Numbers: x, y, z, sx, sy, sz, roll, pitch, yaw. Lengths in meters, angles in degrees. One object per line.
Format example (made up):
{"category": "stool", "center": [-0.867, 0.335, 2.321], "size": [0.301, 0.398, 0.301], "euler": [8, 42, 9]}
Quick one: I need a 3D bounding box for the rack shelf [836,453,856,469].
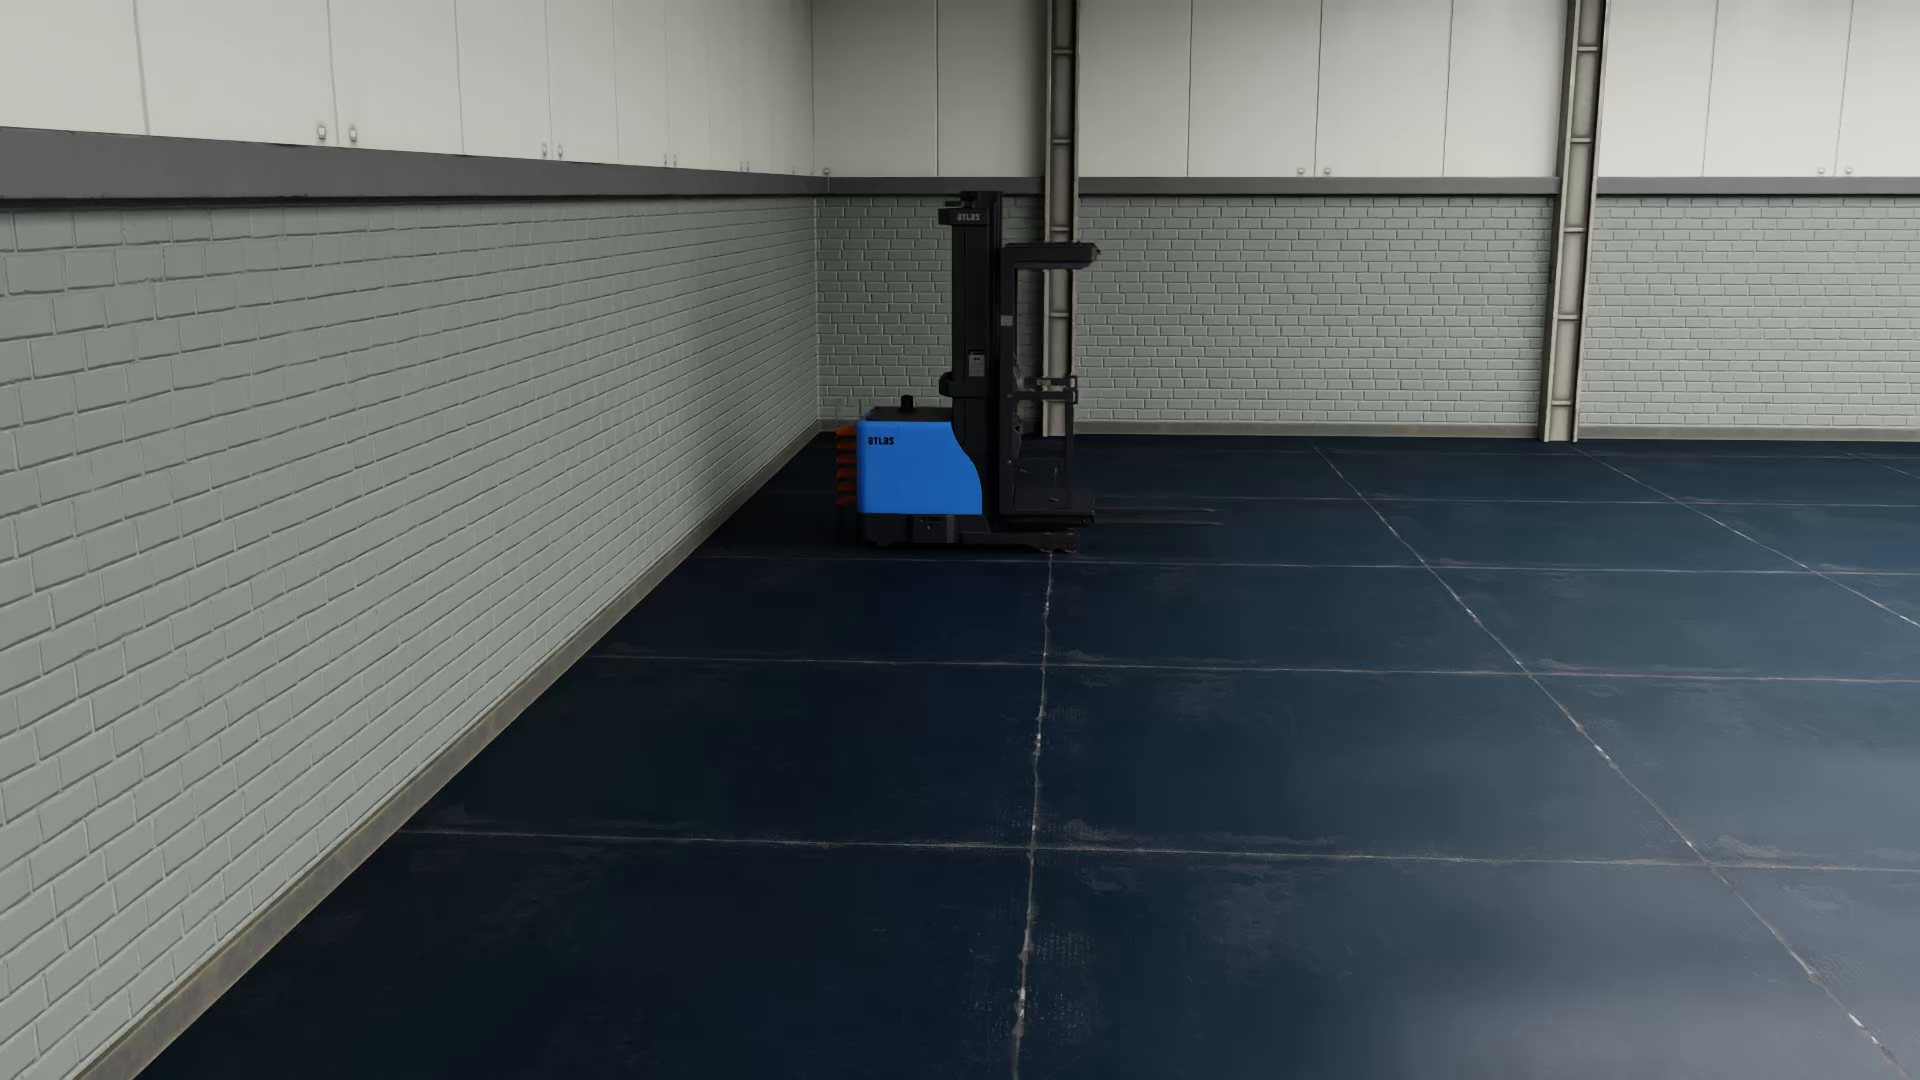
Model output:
{"category": "rack shelf", "center": [-0.950, -0.674, 14.190], "size": [0.180, 0.103, 0.258], "euler": [1, 12, 4]}

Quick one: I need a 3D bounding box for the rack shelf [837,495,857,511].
{"category": "rack shelf", "center": [-0.949, -0.322, 14.264], "size": [0.180, 0.103, 0.258], "euler": [1, 12, 4]}

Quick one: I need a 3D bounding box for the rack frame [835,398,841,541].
{"category": "rack frame", "center": [-1.041, -0.601, 14.211], "size": [0.006, 1.200, 0.240], "euler": [1, 12, 4]}

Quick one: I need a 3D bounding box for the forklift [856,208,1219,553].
{"category": "forklift", "center": [0.666, -1.373, 13.999], "size": [3.031, 2.797, 1.129], "euler": [1, 12, 4]}

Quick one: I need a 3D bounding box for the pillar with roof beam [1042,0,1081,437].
{"category": "pillar with roof beam", "center": [0.924, -4.817, 15.317], "size": [0.400, 9.000, 9.100], "euler": [1, 12, 4]}

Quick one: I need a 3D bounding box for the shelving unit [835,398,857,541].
{"category": "shelving unit", "center": [-0.952, -0.600, 14.206], "size": [0.184, 1.200, 0.258], "euler": [1, 12, 4]}

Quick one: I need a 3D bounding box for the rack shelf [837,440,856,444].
{"category": "rack shelf", "center": [-0.950, -0.818, 14.160], "size": [0.171, 0.034, 0.221], "euler": [1, 12, 4]}

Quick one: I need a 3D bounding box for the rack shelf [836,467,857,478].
{"category": "rack shelf", "center": [-0.950, -0.556, 14.215], "size": [0.180, 0.103, 0.258], "euler": [1, 12, 4]}

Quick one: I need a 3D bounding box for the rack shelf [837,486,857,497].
{"category": "rack shelf", "center": [-0.950, -0.439, 14.239], "size": [0.180, 0.103, 0.258], "euler": [1, 12, 4]}
